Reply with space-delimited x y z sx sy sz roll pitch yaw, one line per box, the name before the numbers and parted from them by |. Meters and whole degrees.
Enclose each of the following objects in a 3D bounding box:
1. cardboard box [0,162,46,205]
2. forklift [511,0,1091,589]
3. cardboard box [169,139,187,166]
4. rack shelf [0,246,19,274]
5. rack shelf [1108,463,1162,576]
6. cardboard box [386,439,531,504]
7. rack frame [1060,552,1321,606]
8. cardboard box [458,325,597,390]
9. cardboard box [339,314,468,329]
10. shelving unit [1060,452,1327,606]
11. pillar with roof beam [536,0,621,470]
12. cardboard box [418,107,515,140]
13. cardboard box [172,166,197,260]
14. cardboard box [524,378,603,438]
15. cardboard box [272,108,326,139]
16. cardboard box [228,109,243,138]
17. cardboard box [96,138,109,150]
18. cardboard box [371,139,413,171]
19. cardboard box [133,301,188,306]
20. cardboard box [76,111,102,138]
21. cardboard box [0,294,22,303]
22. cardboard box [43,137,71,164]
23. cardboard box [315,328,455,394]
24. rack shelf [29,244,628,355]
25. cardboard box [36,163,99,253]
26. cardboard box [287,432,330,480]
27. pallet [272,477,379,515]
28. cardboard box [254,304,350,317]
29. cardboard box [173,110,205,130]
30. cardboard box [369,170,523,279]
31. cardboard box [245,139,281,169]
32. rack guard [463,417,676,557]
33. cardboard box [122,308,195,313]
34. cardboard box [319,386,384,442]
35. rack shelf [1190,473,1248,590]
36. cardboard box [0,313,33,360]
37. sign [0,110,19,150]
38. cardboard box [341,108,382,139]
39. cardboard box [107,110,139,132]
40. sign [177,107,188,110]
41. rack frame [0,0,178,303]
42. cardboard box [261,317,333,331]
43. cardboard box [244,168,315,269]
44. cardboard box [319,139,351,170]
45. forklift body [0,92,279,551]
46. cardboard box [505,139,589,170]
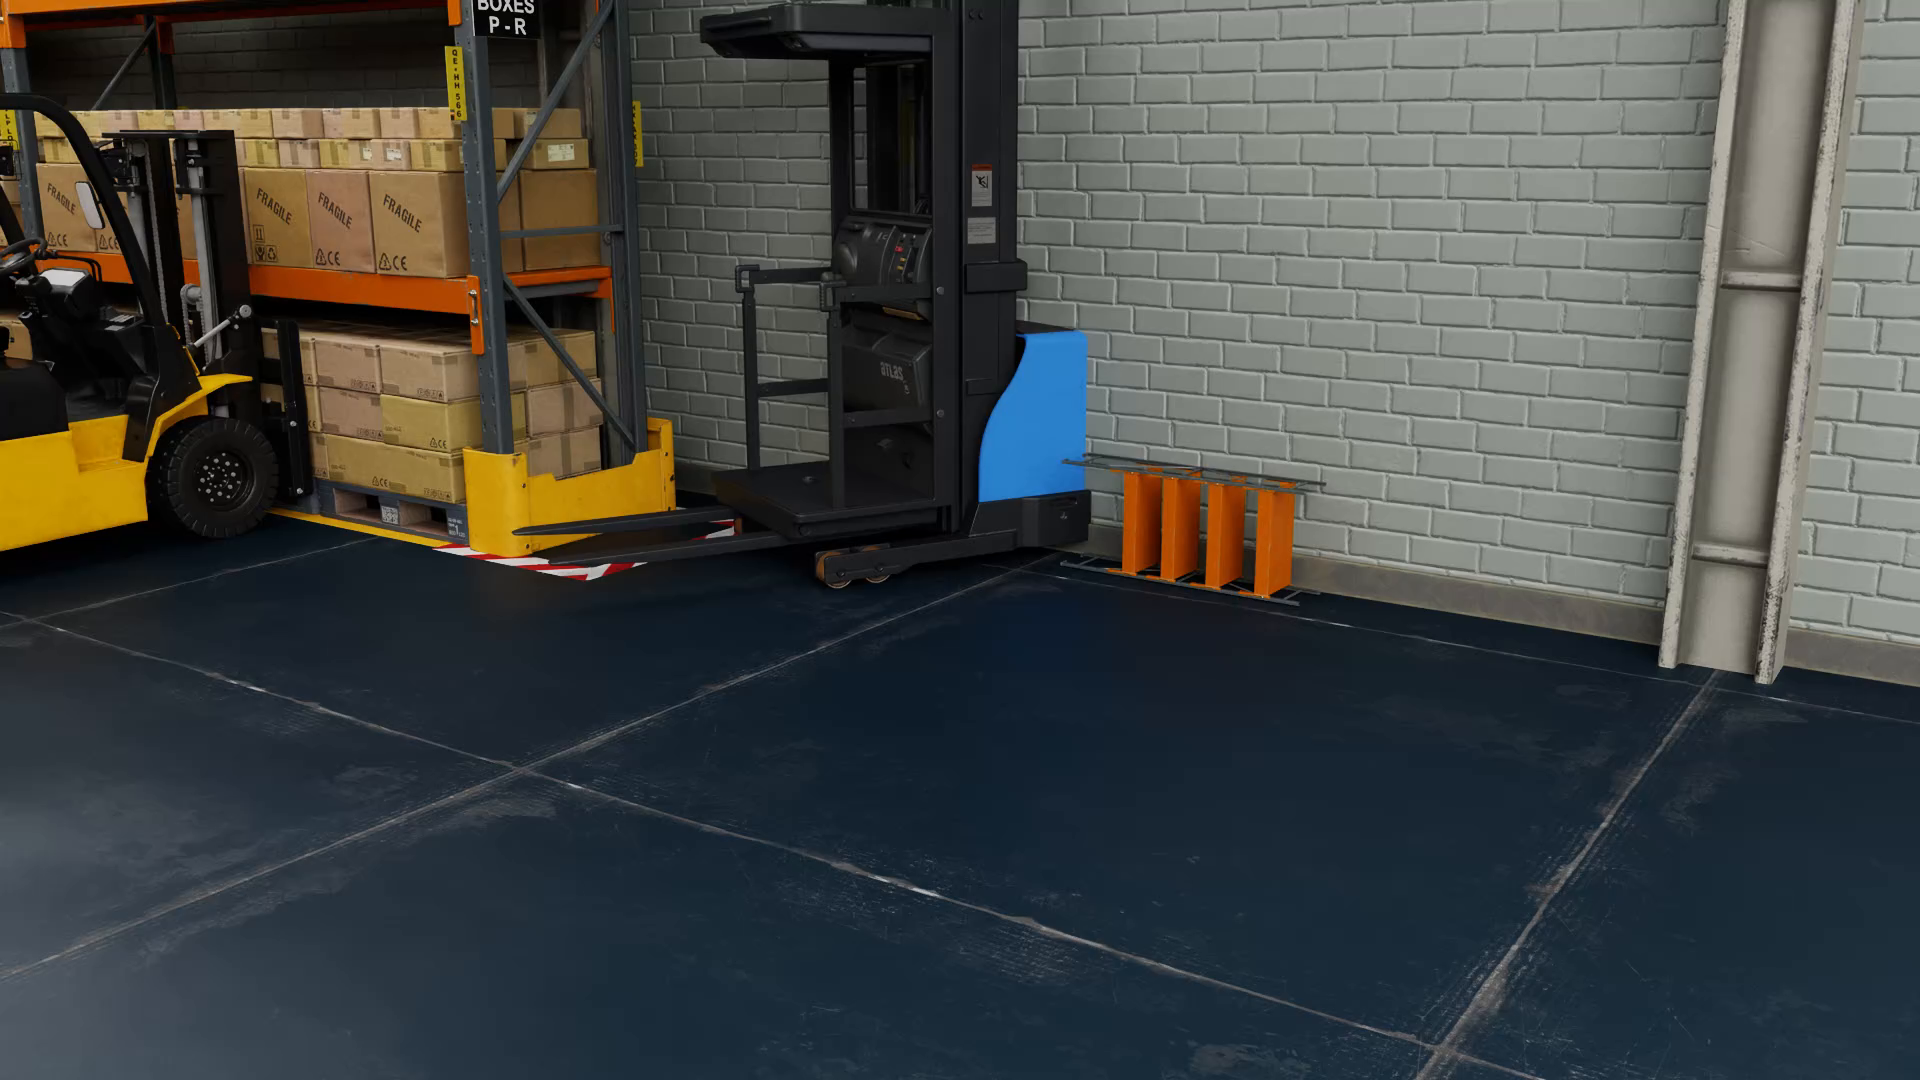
cardboard box | -5.849 -2.230 10.361 0.500 0.250 0.500 9 16 32
forklift | -0.552 -1.350 7.677 3.031 2.935 1.130 -8 16 -28
cardboard box | -4.135 -2.136 9.152 0.250 0.149 0.380 9 16 31
rack shelf | -6.958 -1.964 11.513 4.000 0.370 1.077 9 17 33
rack shelf | 0.812 -0.102 7.661 0.148 0.480 0.258 10 17 34
cardboard box | -2.546 -0.378 8.456 0.500 0.250 0.500 9 17 33
rack frame | 1.030 0.171 7.571 1.200 0.015 0.240 10 17 34
cardboard box | -2.273 -0.966 8.749 0.500 0.250 0.500 9 16 32
cardboard box | -3.099 -1.101 9.296 0.500 0.250 0.500 9 17 32
shelving unit | 1.030 -0.065 7.513 1.200 0.503 0.258 10 17 34
pillar with roof beam | -4.457 -3.836 5.091 0.400 9.000 9.100 9 17 33
cardboard box | -2.395 -2.023 8.075 0.250 0.149 0.380 9 17 33
cardboard box | -4.214 -1.848 9.338 0.500 0.500 0.500 9 17 32
cardboard box | -2.254 -0.725 8.818 0.500 0.250 0.500 10 17 34
cardboard box | -3.292 -2.140 8.550 0.250 0.149 0.380 10 17 34
cardboard box | -3.671 -2.227 8.901 0.250 0.149 0.380 9 17 34
cardboard box | -4.734 -2.250 9.611 0.250 0.149 0.380 9 17 33
cardboard box | -2.652 -1.891 8.163 0.250 0.149 0.380 9 17 34
cardboard box | -4.783 -1.372 10.392 0.500 0.250 0.500 10 17 34
cardboard box | -4.923 -2.438 9.751 0.250 0.149 0.380 9 17 34
cardboard box | -7.003 -1.370 11.684 0.625 0.625 0.875 8 16 31
cardboard box | -5.181 -2.314 9.869 0.250 0.149 0.380 9 16 32
cardboard box | -2.963 -0.930 8.606 0.500 0.250 0.500 10 17 34
rack shelf | -3.639 -1.428 9.346 4.000 0.370 1.077 9 17 33
cardboard box | -5.076 -1.982 9.881 0.500 0.500 0.500 9 16 31
cardboard box | -3.363 -0.516 9.012 0.500 0.250 0.500 9 17 33
pallet | -3.646 -0.413 9.554 1.213 0.211 1.003 9 17 33
cardboard box | -3.942 -1.237 9.845 0.500 0.250 0.500 9 17 33
cardboard box | -4.087 -2.294 9.172 0.250 0.149 0.380 9 17 33
cardboard box | -2.535 -1.571 8.219 0.500 0.500 0.500 9 16 32
cardboard box | -3.502 -2.030 8.724 0.250 0.149 0.380 9 17 33
rack guard | -1.960 -0.292 8.464 0.348 0.500 1.175 9 17 33
cardboard box | -4.654 -1.202 9.703 0.500 0.250 0.500 9 17 33
cardboard box | -2.968 -0.693 8.689 0.500 0.250 0.500 9 17 32
rack shelf | 1.158 -0.044 7.426 0.148 0.480 0.258 10 17 34
cardboard box | -5.738 -1.164 10.852 0.625 0.625 0.875 10 17 35
sign | -5.594 -2.459 9.771 0.005 0.325 0.100 9 17 33
cardboard box | -2.849 -2.079 8.304 0.250 0.149 0.380 10 17 34
cardboard box | -4.560 -2.347 9.384 0.250 0.149 0.380 10 17 34
sign | -4.990 -2.615 10.678 0.005 0.325 0.100 9 17 33
rack frame | -5.299 -2.045 10.343 0.127 3.000 1.000 9 17 33
cardboard box | -3.803 -1.065 9.152 0.500 0.250 0.500 9 16 32
cardboard box | -3.385 -1.711 8.785 0.500 0.500 0.500 9 16 32
cardboard box | -3.033 -1.974 8.496 0.250 0.149 0.380 9 17 32
forklift body | -4.571 -0.987 7.836 1.214 2.155 2.313 9 17 33
cardboard box | -2.116 -1.970 8.479 0.250 0.149 0.380 9 16 31
